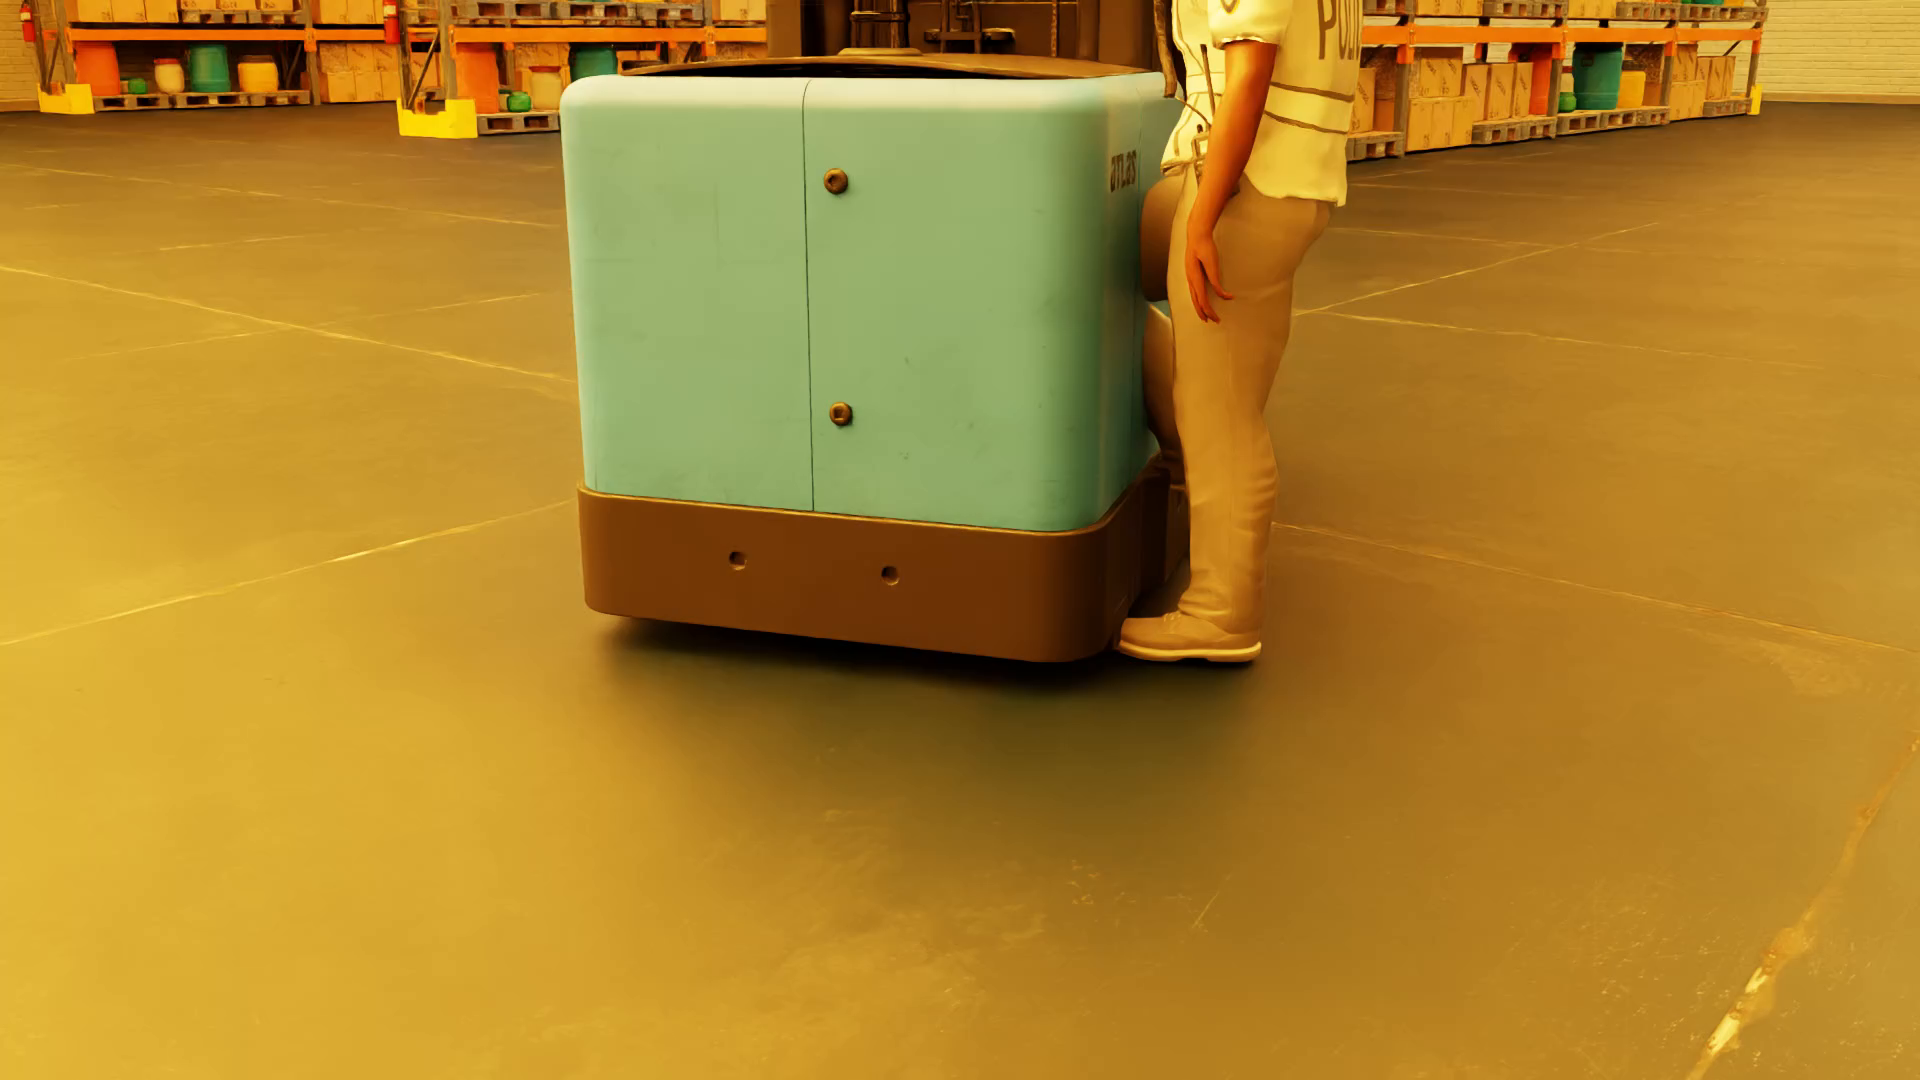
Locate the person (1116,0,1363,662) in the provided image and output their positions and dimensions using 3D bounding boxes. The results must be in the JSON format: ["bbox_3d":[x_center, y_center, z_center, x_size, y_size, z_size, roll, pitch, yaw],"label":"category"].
[{"bbox_3d":[0.409,-0.601,3.006,0.567,1.679,0.572,8,19,24],"label":"person"}]

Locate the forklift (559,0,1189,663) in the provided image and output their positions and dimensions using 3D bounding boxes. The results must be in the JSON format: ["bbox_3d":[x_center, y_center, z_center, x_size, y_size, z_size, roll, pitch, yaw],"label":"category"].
[{"bbox_3d":[0.182,-1.571,4.072,1.130,2.935,3.031,5,18,17],"label":"forklift"}]
